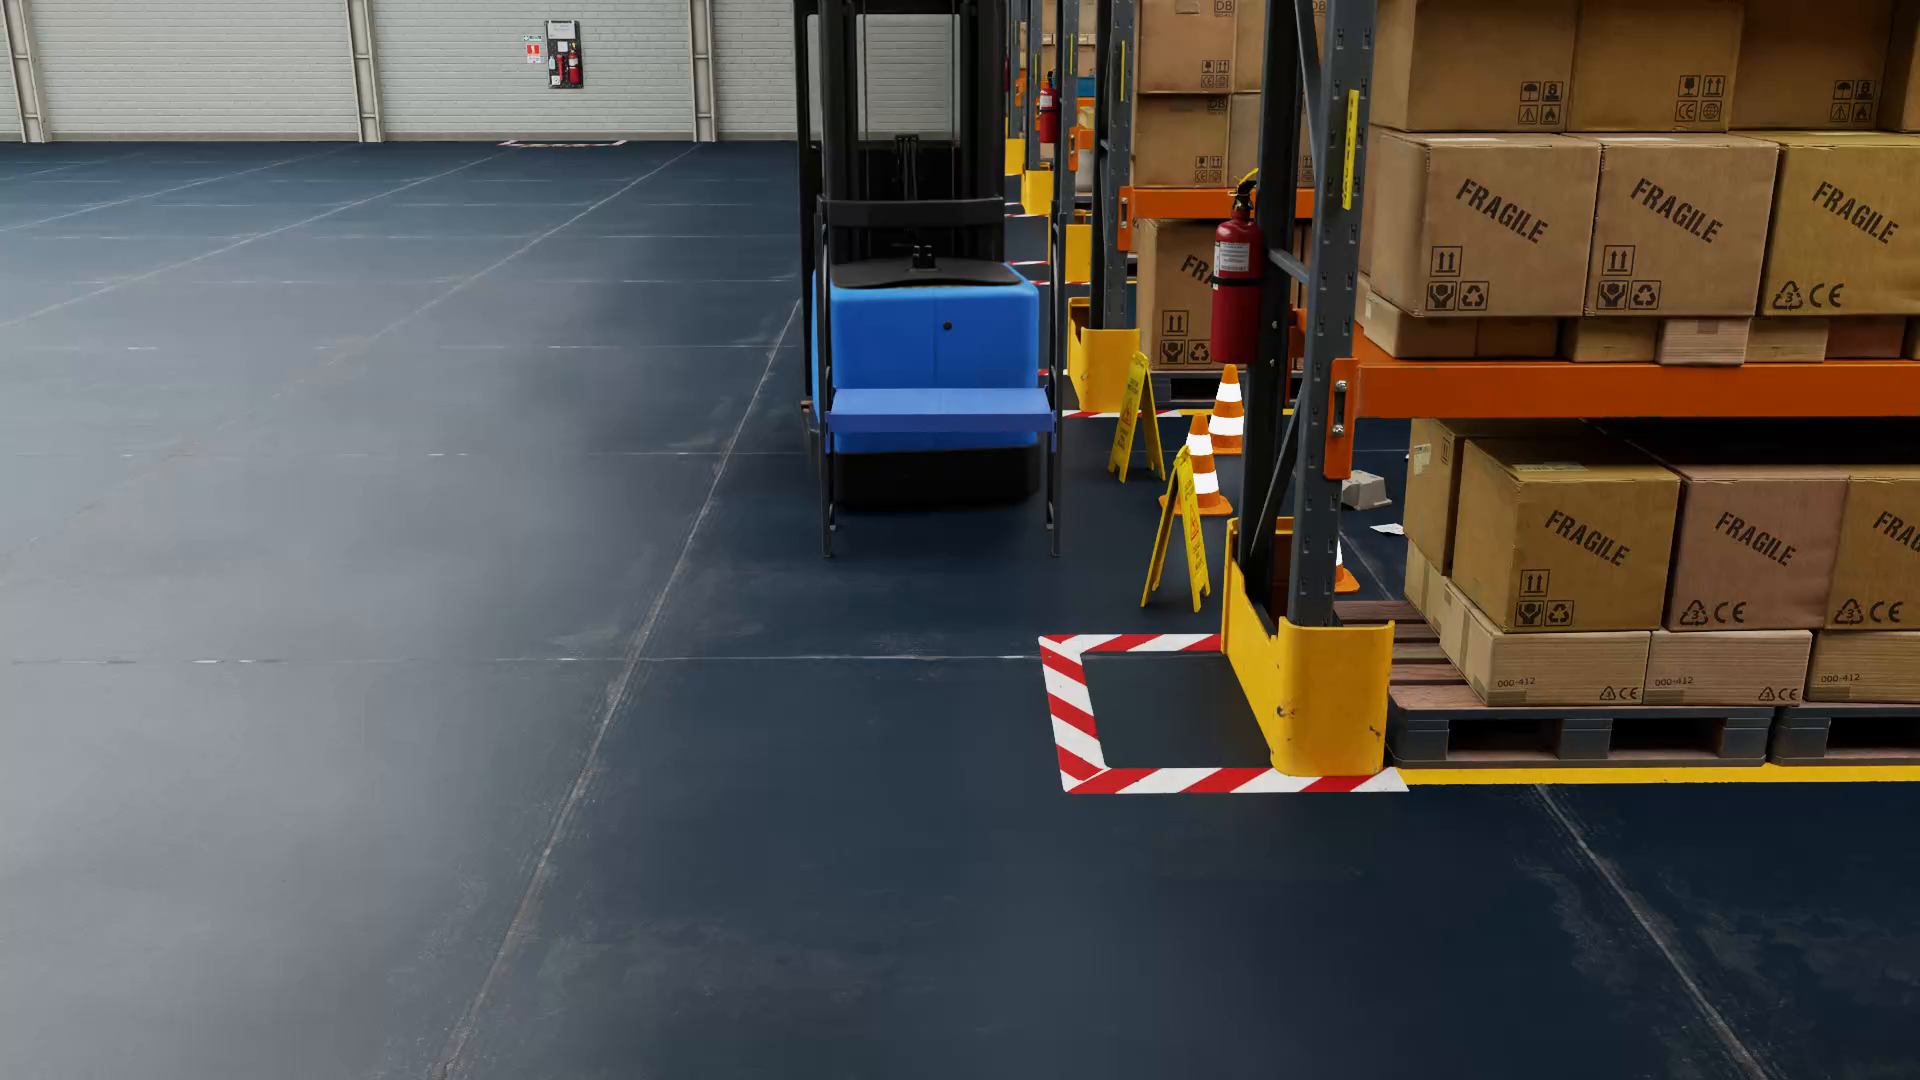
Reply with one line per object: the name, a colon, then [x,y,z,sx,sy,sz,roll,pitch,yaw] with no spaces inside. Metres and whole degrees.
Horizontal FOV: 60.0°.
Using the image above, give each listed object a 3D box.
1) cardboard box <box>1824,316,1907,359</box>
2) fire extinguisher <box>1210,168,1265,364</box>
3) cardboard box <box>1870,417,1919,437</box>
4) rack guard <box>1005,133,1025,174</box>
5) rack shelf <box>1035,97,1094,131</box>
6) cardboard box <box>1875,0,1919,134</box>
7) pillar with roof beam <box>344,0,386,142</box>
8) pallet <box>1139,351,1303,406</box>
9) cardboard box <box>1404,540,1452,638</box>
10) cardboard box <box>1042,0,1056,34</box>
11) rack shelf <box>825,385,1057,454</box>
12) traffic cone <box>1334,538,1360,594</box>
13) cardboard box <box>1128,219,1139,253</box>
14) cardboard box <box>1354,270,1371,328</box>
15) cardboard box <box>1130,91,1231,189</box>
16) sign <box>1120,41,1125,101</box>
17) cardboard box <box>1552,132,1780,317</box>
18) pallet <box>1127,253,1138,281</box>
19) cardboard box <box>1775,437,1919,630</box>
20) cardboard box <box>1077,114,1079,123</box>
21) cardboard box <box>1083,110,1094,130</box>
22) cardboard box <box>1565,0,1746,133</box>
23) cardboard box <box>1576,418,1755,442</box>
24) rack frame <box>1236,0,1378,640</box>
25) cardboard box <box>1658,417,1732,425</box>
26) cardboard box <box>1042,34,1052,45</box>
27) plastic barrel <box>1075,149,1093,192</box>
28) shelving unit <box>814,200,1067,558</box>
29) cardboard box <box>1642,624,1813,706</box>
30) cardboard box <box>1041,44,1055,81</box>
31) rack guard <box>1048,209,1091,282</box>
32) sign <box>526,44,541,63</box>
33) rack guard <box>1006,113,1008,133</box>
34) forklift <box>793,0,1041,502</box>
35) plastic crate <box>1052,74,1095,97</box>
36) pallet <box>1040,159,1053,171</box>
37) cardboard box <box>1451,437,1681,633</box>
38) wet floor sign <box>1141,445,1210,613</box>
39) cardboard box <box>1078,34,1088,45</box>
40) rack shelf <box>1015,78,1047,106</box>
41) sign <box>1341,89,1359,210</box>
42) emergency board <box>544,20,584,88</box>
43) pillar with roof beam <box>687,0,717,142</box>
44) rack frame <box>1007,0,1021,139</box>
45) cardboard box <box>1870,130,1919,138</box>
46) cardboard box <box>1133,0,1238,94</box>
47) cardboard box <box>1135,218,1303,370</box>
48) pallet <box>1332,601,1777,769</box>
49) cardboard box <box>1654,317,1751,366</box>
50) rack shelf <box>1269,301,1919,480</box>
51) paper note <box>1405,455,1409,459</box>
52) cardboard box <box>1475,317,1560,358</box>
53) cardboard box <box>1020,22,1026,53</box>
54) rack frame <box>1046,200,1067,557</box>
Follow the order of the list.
cardboard box: [2.732,-0.677,5.203,0.250,0.149,0.380,0,18,1]
fire extinguisher: [0.972,-0.962,5.804,0.183,0.674,0.296,0,18,-1]
cardboard box: [3.446,-0.197,5.879,0.500,0.500,0.500,1,18,2]
rack guard: [0.761,-5.720,24.604,0.348,0.500,1.175,0,18,-1]
rack shelf: [2.859,-5.065,19.646,4.000,0.370,1.077,0,18,-1]
cardboard box: [3.117,-1.587,5.339,0.500,0.500,0.700,0,18,-1]
pillar with roof beam: [-10.541,-10.175,24.577,0.400,9.000,9.100,0,18,-1]
pallet: [1.713,-1.069,10.579,1.213,0.211,1.003,0,18,-1]
cardboard box: [1.922,0.165,5.980,0.500,0.250,0.500,0,18,-1]
cardboard box: [1.305,-7.574,24.004,0.500,0.500,0.700,0,18,-1]
rack shelf: [-0.085,-0.542,7.415,1.000,0.185,0.538,0,18,-1]
traffic cone: [1.504,-0.046,6.977,0.334,0.463,0.336,0,18,-1]
cardboard box: [1.562,-2.893,15.102,0.500,0.500,0.500,3,18,9]
cardboard box: [1.464,-0.806,5.603,0.250,0.149,0.380,0,18,1]
cardboard box: [1.285,-2.457,10.092,0.550,0.550,0.875,0,18,-1]
sign: [0.918,-2.650,9.394,0.005,0.325,0.100,0,18,-1]
cardboard box: [2.090,-0.969,5.048,0.500,0.500,0.500,0,18,1]
pallet: [1.826,-2.551,15.196,1.213,0.211,1.003,0,18,-1]
cardboard box: [2.953,-0.029,5.358,0.500,0.500,0.500,0,18,0]
cardboard box: [1.824,-6.096,24.269,0.500,0.500,0.500,0,18,-1]
cardboard box: [1.226,-3.694,14.606,0.250,0.149,0.380,0,18,-1]
cardboard box: [2.107,-1.593,5.358,0.500,0.500,0.700,0,18,0]
cardboard box: [2.413,-0.193,5.868,0.500,0.500,0.500,0,18,1]
rack frame: [1.094,-0.858,5.355,0.127,3.000,1.000,0,18,-1]
cardboard box: [2.508,-0.521,5.828,0.250,0.149,0.380,0,18,0]
cardboard box: [1.181,-7.203,23.909,0.250,0.149,0.380,0,18,-1]
plastic barrel: [1.516,-4.440,19.905,0.421,0.512,0.421,0,18,0]
shelving unit: [-0.085,-0.714,7.360,1.048,1.500,0.538,0,18,-1]
cardboard box: [2.415,0.331,5.460,0.500,0.250,0.500,0,18,1]
cardboard box: [1.252,-6.956,24.202,0.500,0.500,0.700,0,18,-1]
rack guard: [1.013,-2.695,15.173,0.348,0.500,1.175,0,18,-1]
sign: [-7.636,-8.708,29.766,0.234,0.329,0.001,0,18,-1]
rack guard: [0.779,-7.234,29.321,0.348,0.500,1.175,0,18,-1]
forklift: [-0.343,-1.983,8.973,1.130,2.935,3.031,-3,18,-8]
plastic crate: [1.355,-5.421,19.821,0.616,0.251,0.499,0,18,-1]
pallet: [1.549,-5.599,24.699,1.213,0.211,1.003,0,18,-1]
cardboard box: [1.929,-0.026,5.346,0.500,0.500,0.500,-1,18,-3]
wet floor sign: [0.887,-0.063,6.731,0.232,0.644,0.267,6,19,18]
cardboard box: [1.694,-7.206,23.918,0.250,0.149,0.380,0,18,-1]
rack shelf: [2.785,-6.578,24.362,4.000,0.370,1.077,0,18,-1]
sign: [1.103,-1.105,4.706,0.005,0.325,0.100,0,18,-1]
emergency board: [-7.082,-8.662,29.682,0.643,1.169,0.194,0,18,-1]
pillar with roof beam: [-4.542,-10.204,24.667,0.400,9.000,9.100,0,18,-1]
rack frame: [0.785,-6.911,24.222,0.127,3.000,1.000,0,18,-1]
cardboard box: [3.108,-0.976,5.073,0.500,0.500,0.500,-1,18,-2]
cardboard box: [1.286,-2.945,9.847,0.550,0.550,0.875,0,18,-1]
cardboard box: [1.592,-1.581,10.400,0.875,0.875,0.875,0,18,-1]
pallet: [1.983,0.476,5.761,1.213,0.211,1.003,0,18,-1]
cardboard box: [2.210,-0.646,5.106,0.250,0.149,0.380,0,18,0]
rack shelf: [3.094,-0.525,5.495,4.000,0.370,1.077,0,18,-1]
paper note: [2.468,-0.444,8.927,0.142,0.017,0.144,6,19,18]
cardboard box: [1.689,-0.683,5.219,0.250,0.149,0.380,0,18,0]
cardboard box: [1.185,-8.629,28.565,0.500,0.500,0.500,0,18,-1]
rack frame: [0.423,-0.716,7.368,0.032,1.500,0.500,0,18,-1]
